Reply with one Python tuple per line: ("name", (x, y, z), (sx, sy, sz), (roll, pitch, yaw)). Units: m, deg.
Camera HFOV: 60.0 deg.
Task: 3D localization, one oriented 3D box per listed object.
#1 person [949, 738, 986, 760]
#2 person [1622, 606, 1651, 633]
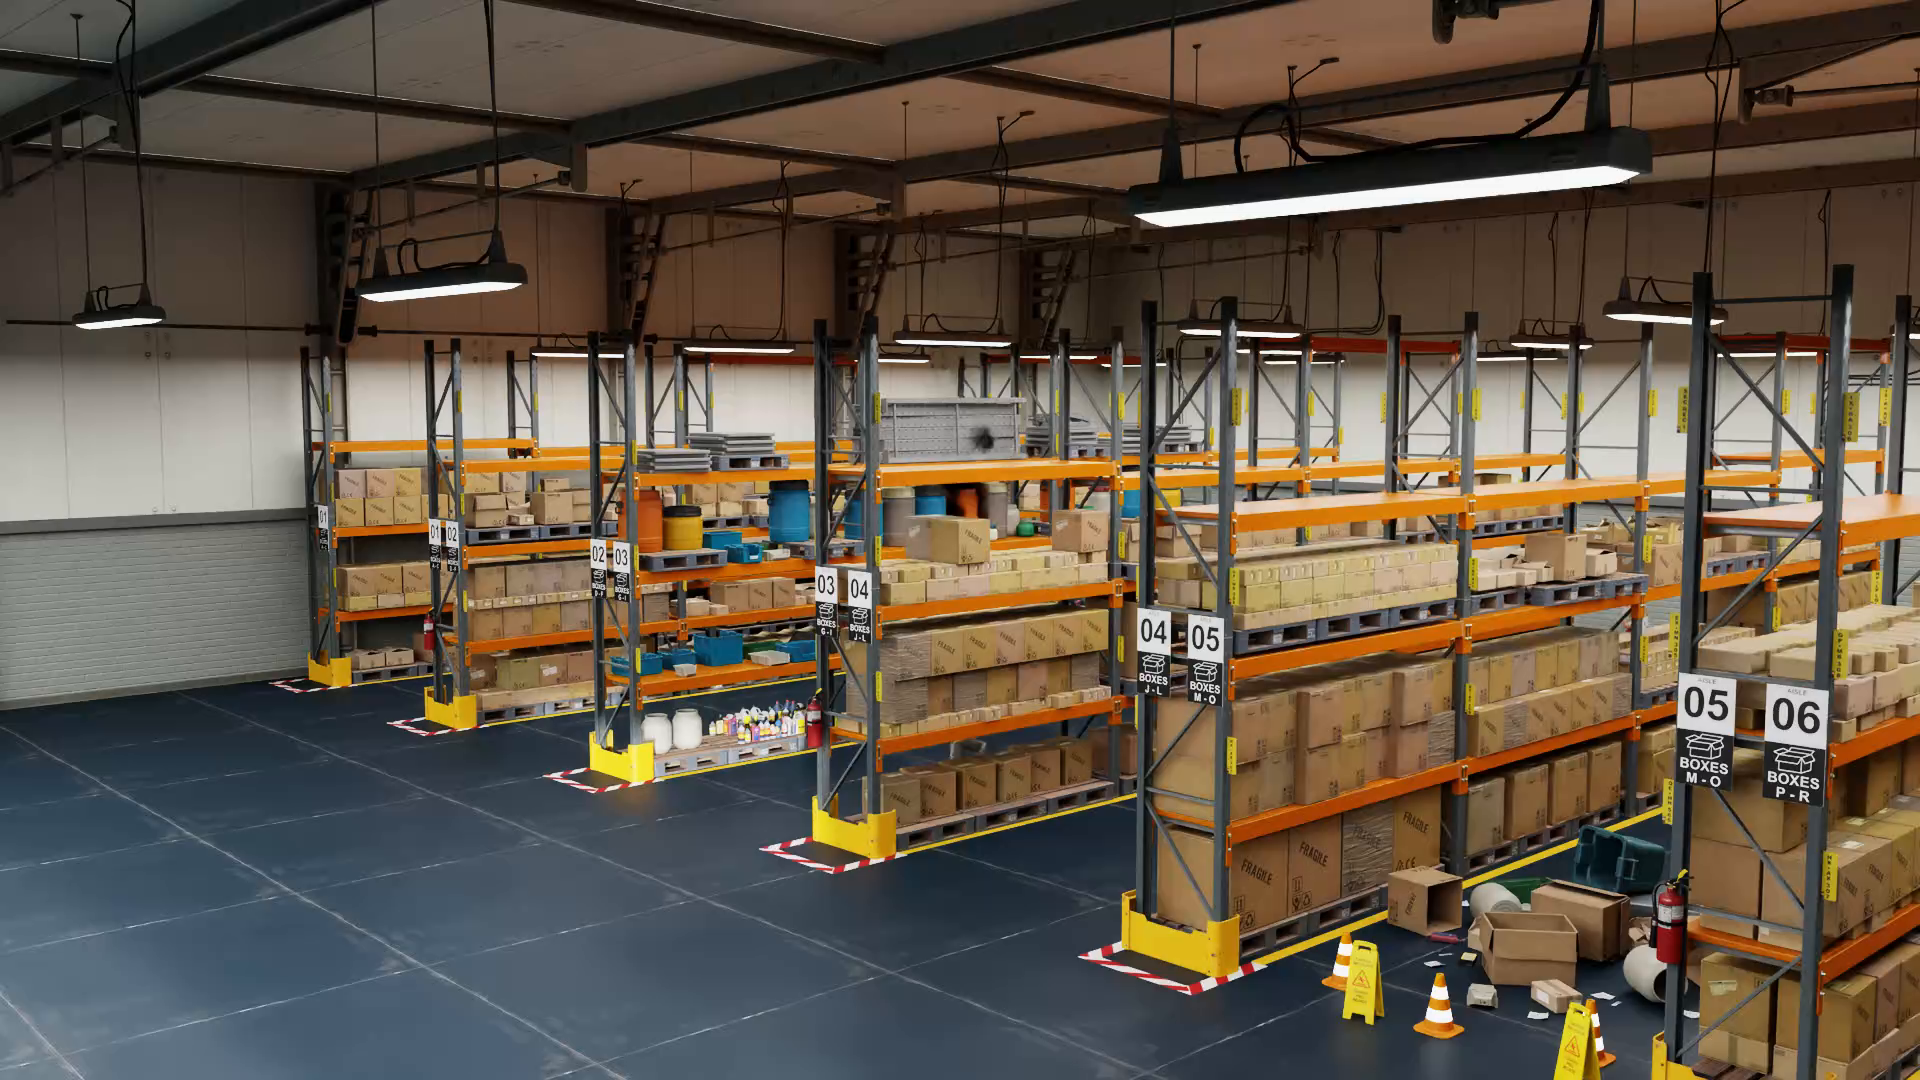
("person", (0.084, 2.384, 22.458), (0.589, 1.651, 0.796), (5, 7, 44))
("person", (11.979, 1.745, 29.154), (0.722, 1.717, 0.821), (-2, 5, -19))
